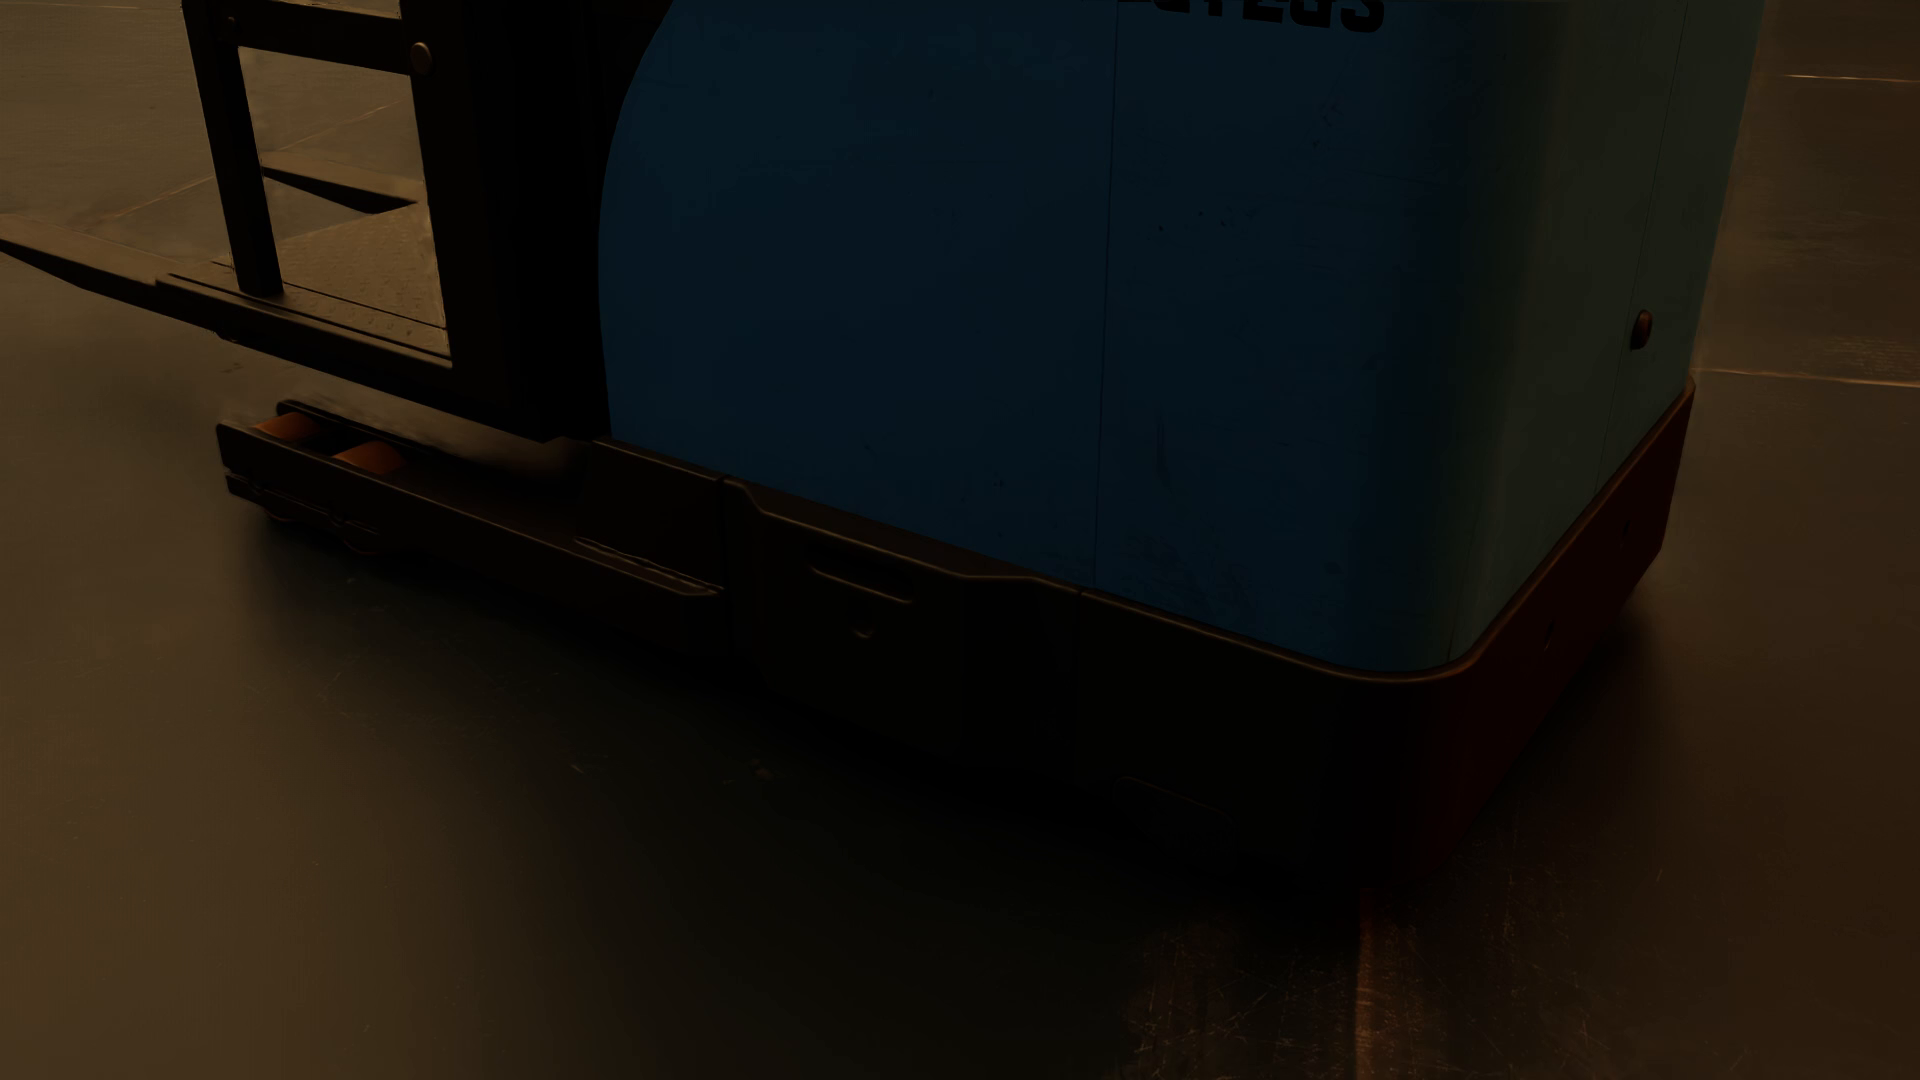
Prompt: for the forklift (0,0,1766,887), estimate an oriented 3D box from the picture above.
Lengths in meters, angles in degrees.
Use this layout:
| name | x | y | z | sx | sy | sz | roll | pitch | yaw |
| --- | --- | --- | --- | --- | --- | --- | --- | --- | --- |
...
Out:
| name | x | y | z | sx | sy | sz | roll | pitch | yaw |
| --- | --- | --- | --- | --- | --- | --- | --- | --- | --- |
| forklift | -0.513 | -1.462 | 2.143 | 3.031 | 2.935 | 1.130 | 17 | 32 | 31 |
